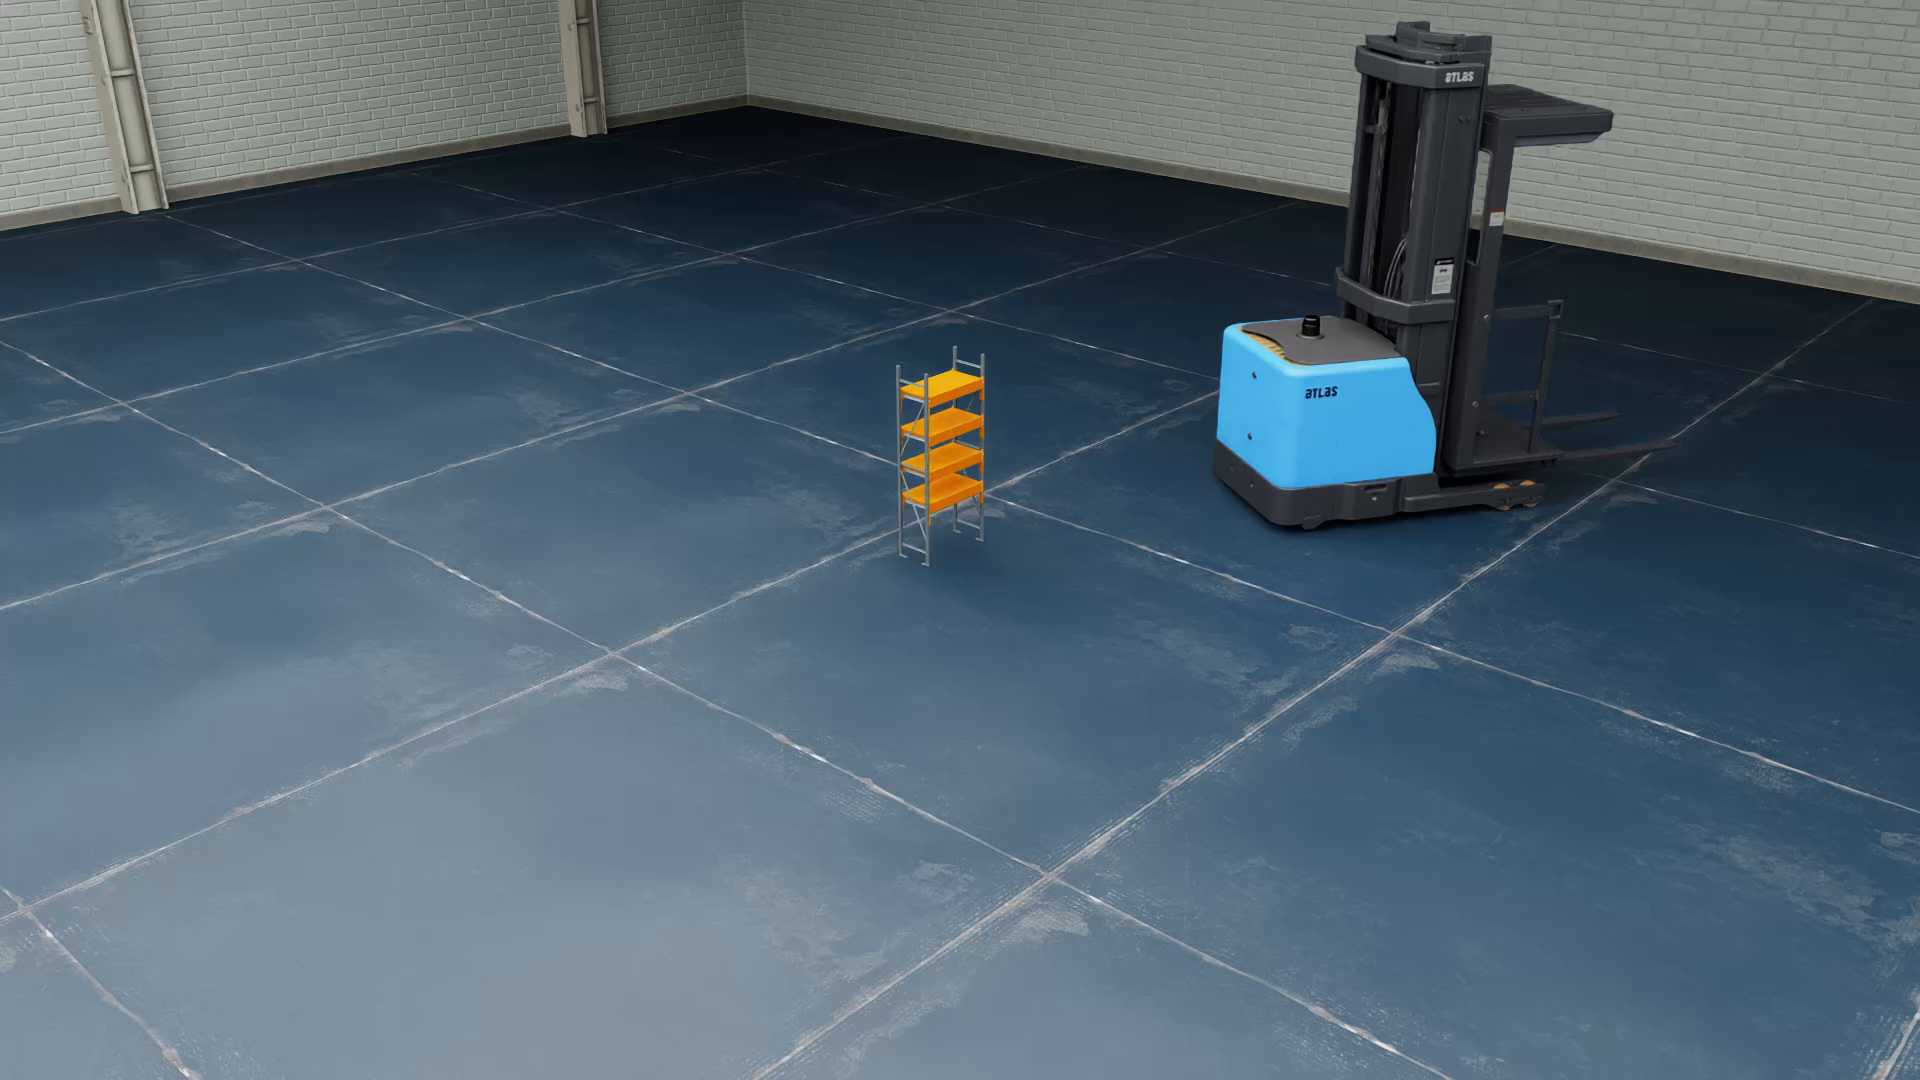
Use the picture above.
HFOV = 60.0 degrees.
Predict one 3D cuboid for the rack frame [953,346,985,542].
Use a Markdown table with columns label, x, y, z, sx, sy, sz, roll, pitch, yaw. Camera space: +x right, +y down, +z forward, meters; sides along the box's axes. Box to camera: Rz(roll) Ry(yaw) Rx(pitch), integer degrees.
| label | x | y | z | sx | sy | sz | roll | pitch | yaw |
| --- | --- | --- | --- | --- | --- | --- | --- | --- | --- |
| rack frame | 0.052 | -0.571 | 10.058 | 0.240 | 1.200 | 0.015 | 20 | 31 | 38 |

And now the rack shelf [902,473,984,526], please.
| label | x | y | z | sx | sy | sz | roll | pitch | yaw |
| --- | --- | --- | --- | --- | --- | --- | --- | --- | --- |
| rack shelf | -0.110 | -0.254 | 10.001 | 0.258 | 0.148 | 0.480 | 20 | 31 | 38 |

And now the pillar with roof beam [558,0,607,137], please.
| label | x | y | z | sx | sy | sz | roll | pitch | yaw |
| --- | --- | --- | --- | --- | --- | --- | --- | --- | --- |
| pillar with roof beam | -1.818 | -8.429 | 18.050 | 9.100 | 9.000 | 0.400 | 20 | 31 | 38 |

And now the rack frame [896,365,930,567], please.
| label | x | y | z | sx | sy | sz | roll | pitch | yaw |
| --- | --- | --- | --- | --- | --- | --- | --- | --- | --- |
| rack frame | -0.273 | -0.423 | 9.726 | 0.240 | 1.200 | 0.015 | 20 | 31 | 38 |

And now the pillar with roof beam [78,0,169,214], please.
| label | x | y | z | sx | sy | sz | roll | pitch | yaw |
| --- | --- | --- | --- | --- | --- | --- | --- | --- | --- |
| pillar with roof beam | -5.822 | -6.601 | 13.973 | 9.100 | 9.000 | 0.400 | 20 | 31 | 38 |

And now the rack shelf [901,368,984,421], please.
| label | x | y | z | sx | sy | sz | roll | pitch | yaw |
| --- | --- | --- | --- | --- | --- | --- | --- | --- | --- |
| rack shelf | -0.110 | -0.856 | 9.731 | 0.258 | 0.148 | 0.480 | 20 | 31 | 38 |

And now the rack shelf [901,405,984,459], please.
| label | x | y | z | sx | sy | sz | roll | pitch | yaw |
| --- | --- | --- | --- | --- | --- | --- | --- | --- | --- |
| rack shelf | -0.110 | -0.640 | 9.828 | 0.258 | 0.148 | 0.480 | 20 | 31 | 38 |

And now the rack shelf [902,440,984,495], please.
| label | x | y | z | sx | sy | sz | roll | pitch | yaw |
| --- | --- | --- | --- | --- | --- | --- | --- | --- | --- |
| rack shelf | -0.110 | -0.436 | 9.920 | 0.258 | 0.148 | 0.480 | 20 | 31 | 38 |

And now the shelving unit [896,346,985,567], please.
| label | x | y | z | sx | sy | sz | roll | pitch | yaw |
| --- | --- | --- | --- | --- | --- | --- | --- | --- | --- |
| shelving unit | -0.110 | -0.497 | 9.892 | 0.258 | 1.200 | 0.503 | 20 | 31 | 38 |

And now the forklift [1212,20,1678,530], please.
| label | x | y | z | sx | sy | sz | roll | pitch | yaw |
| --- | --- | --- | --- | --- | --- | --- | --- | --- | --- |
| forklift | 3.260 | -1.729 | 10.523 | 3.031 | 2.935 | 1.130 | -7 | 25 | -15 |
